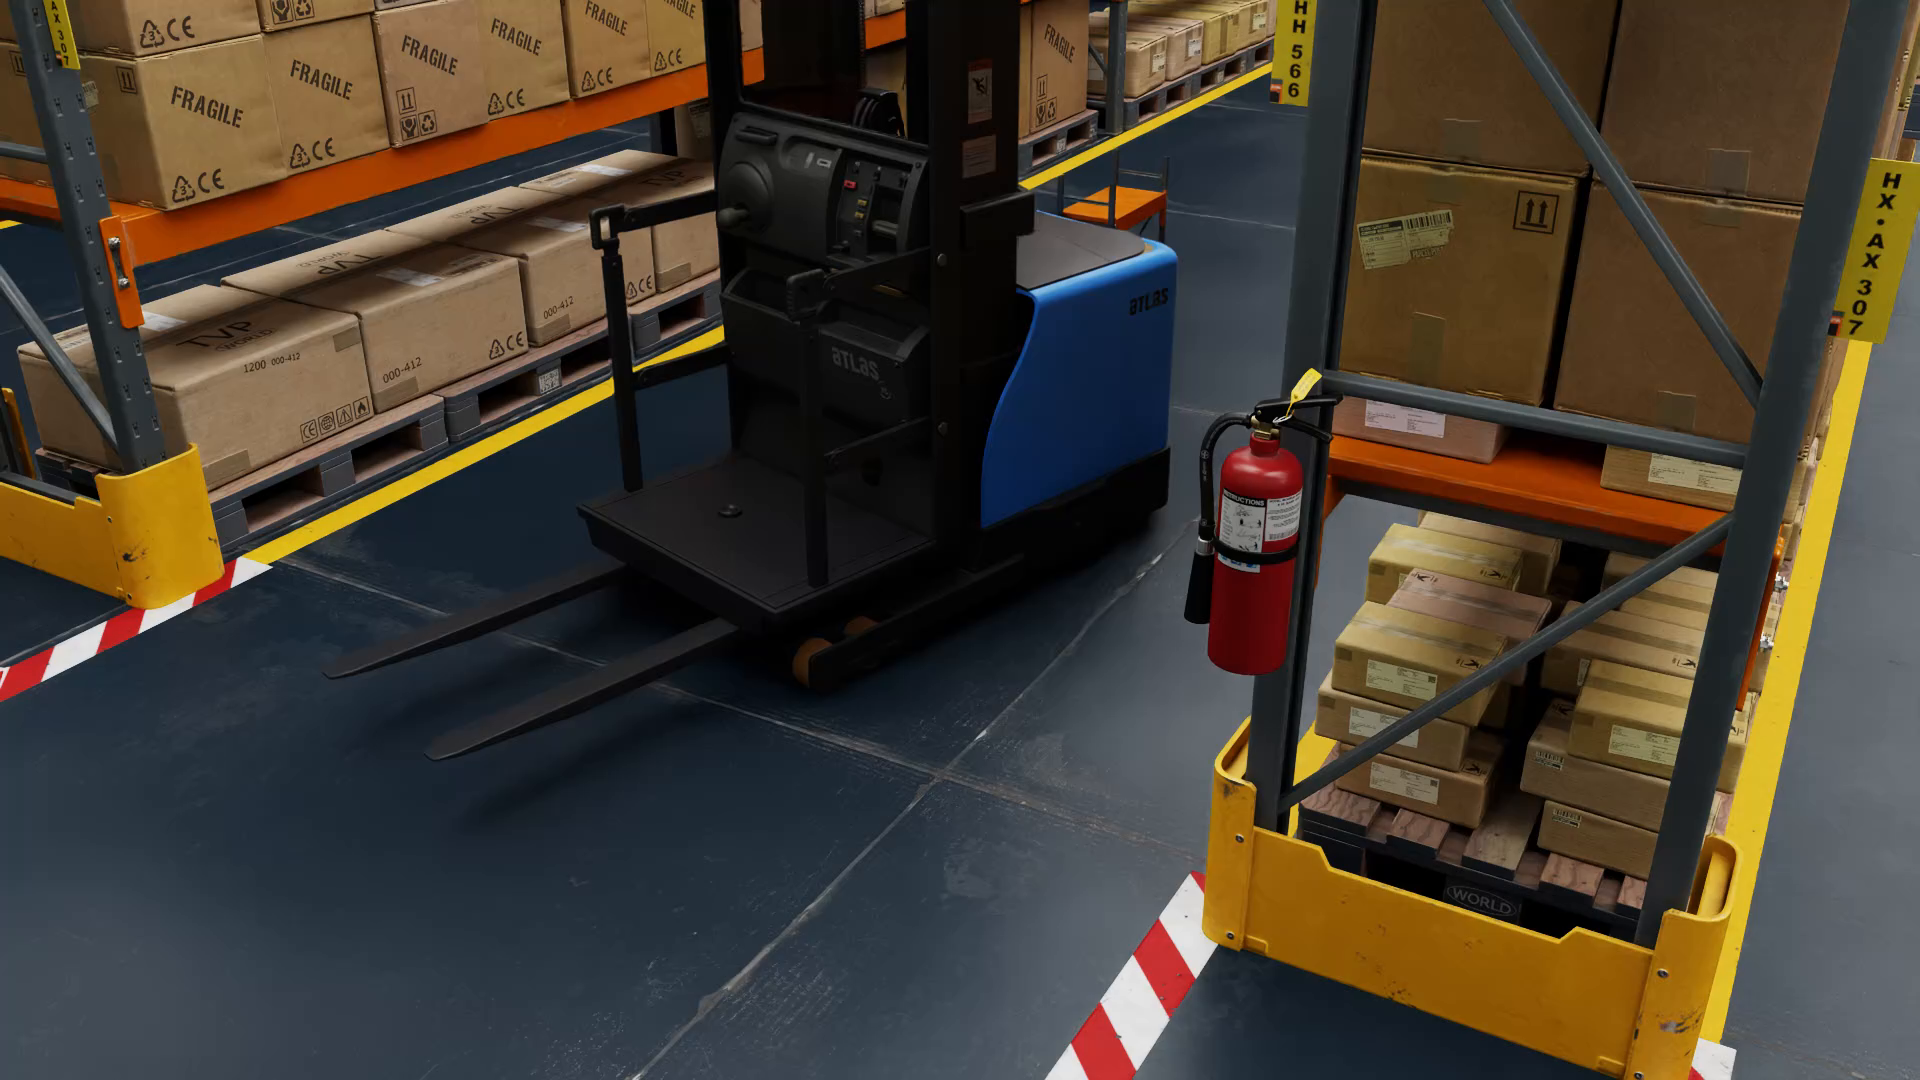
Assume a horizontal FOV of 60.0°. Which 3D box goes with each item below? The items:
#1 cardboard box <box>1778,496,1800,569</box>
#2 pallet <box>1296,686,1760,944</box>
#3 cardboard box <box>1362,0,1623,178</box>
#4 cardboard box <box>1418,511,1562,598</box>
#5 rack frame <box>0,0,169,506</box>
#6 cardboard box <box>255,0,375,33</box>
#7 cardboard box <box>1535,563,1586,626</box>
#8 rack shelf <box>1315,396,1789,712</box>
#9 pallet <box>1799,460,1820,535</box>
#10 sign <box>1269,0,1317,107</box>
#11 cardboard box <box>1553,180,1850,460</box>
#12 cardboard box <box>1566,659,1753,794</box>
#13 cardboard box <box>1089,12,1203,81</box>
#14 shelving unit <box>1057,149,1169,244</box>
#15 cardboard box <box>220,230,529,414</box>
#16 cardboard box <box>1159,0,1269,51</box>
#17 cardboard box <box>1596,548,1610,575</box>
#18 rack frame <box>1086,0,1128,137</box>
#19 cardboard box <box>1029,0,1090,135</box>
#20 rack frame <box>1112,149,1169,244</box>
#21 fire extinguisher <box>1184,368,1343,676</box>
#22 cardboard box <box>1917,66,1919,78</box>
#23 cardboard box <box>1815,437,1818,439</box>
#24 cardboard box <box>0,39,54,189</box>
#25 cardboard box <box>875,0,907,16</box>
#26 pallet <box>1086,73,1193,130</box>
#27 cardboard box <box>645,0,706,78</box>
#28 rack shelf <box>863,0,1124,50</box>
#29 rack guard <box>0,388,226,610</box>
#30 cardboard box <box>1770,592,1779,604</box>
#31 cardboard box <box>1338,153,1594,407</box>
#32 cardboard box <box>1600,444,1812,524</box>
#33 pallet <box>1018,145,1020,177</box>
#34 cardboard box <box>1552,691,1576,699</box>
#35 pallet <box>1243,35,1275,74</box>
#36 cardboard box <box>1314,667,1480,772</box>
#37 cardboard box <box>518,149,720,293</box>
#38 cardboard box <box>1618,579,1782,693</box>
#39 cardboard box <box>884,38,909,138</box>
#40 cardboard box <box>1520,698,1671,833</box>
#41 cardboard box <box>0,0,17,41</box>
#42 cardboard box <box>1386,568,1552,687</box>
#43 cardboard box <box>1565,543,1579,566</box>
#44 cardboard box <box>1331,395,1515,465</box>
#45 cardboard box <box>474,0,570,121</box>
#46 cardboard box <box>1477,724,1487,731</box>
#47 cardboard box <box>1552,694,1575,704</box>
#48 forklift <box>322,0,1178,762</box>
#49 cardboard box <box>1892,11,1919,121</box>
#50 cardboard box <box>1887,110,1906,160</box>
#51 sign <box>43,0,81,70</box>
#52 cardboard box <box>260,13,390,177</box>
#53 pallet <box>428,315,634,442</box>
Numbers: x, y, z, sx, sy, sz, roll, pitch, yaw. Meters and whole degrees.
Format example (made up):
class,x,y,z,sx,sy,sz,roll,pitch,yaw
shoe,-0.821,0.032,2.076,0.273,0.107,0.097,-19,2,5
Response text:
class,x,y,z,sx,sy,sz,roll,pitch,yaw
cardboard box,2.335,-0.068,5.086,0.380,0.149,0.250,15,30,27
pallet,1.619,0.666,4.684,1.003,0.211,1.213,14,30,26
cardboard box,1.160,-1.100,3.536,0.500,0.500,0.500,14,30,25
cardboard box,1.564,0.015,4.920,0.380,0.149,0.250,13,29,24
rack frame,-3.208,-1.293,5.482,1.000,3.000,0.127,14,30,26
cardboard box,-2.476,-2.112,5.890,0.500,0.500,0.500,13,30,25
cardboard box,1.638,0.158,4.967,0.380,0.149,0.250,14,30,25
rack shelf,2.135,-0.700,5.102,1.077,0.370,4.000,14,30,26
pallet,2.820,-0.285,6.583,1.003,0.211,1.213,14,30,26
sign,0.678,-1.032,3.313,0.100,0.325,0.005,14,30,26
cardboard box,1.613,-0.534,3.522,0.500,0.500,0.500,16,31,28
cardboard box,1.705,0.449,4.053,0.380,0.149,0.250,13,29,24
cardboard box,1.370,-3.931,13.218,0.950,0.372,0.625,14,30,25
shelving unit,0.603,-0.922,6.751,0.258,1.200,0.503,15,30,27
cardboard box,-2.527,-0.973,7.236,0.875,0.438,0.875,15,30,27
cardboard box,2.089,-4.497,14.348,0.950,0.372,0.625,16,31,29
cardboard box,2.226,0.039,5.204,0.380,0.149,0.250,16,31,29
rack frame,0.728,-4.411,11.711,1.000,3.000,0.127,14,30,26
cardboard box,0.315,-3.398,11.591,0.875,0.875,0.875,14,30,26
rack frame,0.727,-1.016,6.939,0.240,1.200,0.015,15,30,27
fire extinguisher,0.626,-0.045,3.491,0.296,0.674,0.183,14,30,26
cardboard box,3.713,-1.929,6.564,0.380,0.149,0.250,13,29,24
cardboard box,2.715,-0.368,5.685,0.380,0.149,0.250,13,29,24
cardboard box,-3.201,-1.584,5.952,0.500,0.500,0.500,14,30,26
cardboard box,-0.541,-3.100,9.260,0.500,0.250,0.500,13,30,25
pallet,1.113,-3.468,12.942,1.003,0.211,1.213,14,30,26
cardboard box,-1.494,-2.458,7.698,0.500,0.500,0.500,13,30,25
rack shelf,-0.256,-3.310,10.315,1.077,0.370,4.000,14,30,26
rack guard,-3.220,-0.166,6.023,1.175,0.500,0.348,14,30,26
cardboard box,2.323,0.219,5.178,0.380,0.149,0.250,13,29,24
cardboard box,1.148,-0.652,3.758,0.500,0.500,0.500,15,30,27
cardboard box,1.596,-0.184,3.548,0.380,0.149,0.250,14,30,26
pallet,-0.327,-2.400,10.808,1.003,0.211,1.213,14,30,26
cardboard box,1.860,0.355,4.574,0.380,0.149,0.250,15,30,27
pallet,2.314,-4.419,14.842,1.003,0.211,1.213,14,30,26
cardboard box,1.163,0.443,4.397,0.380,0.149,0.250,13,30,25
cardboard box,-1.643,-1.673,8.634,0.875,0.438,0.875,14,30,25
cardboard box,1.971,0.245,4.460,0.380,0.149,0.250,14,30,26
cardboard box,-0.567,-2.703,10.203,0.875,0.875,0.875,15,30,28
cardboard box,1.633,0.564,4.156,0.380,0.149,0.250,16,31,28
cardboard box,-3.178,-2.025,5.716,0.500,0.500,0.500,15,30,28
cardboard box,1.365,0.231,4.488,0.380,0.149,0.250,15,30,27
cardboard box,1.805,0.073,5.470,0.380,0.149,0.250,15,30,27
cardboard box,1.066,-0.319,3.818,0.380,0.149,0.250,14,30,26
cardboard box,-2.000,-2.058,6.899,0.500,0.500,0.500,15,30,28
cardboard box,1.267,0.471,4.674,0.380,0.149,0.250,15,30,28
cardboard box,1.861,0.493,4.631,0.380,0.149,0.250,15,30,27
forklift,-0.601,-1.091,5.156,3.031,2.935,1.130,-24,35,-39
cardboard box,1.846,-1.182,3.699,0.500,0.500,0.500,15,30,28
cardboard box,2.625,-1.333,5.117,0.500,0.500,0.500,14,30,26
sign,-2.728,-1.591,5.022,0.100,0.325,0.005,14,30,26
cardboard box,-2.497,-1.665,6.113,0.500,0.500,0.500,14,30,25
pallet,-2.282,-0.849,7.710,1.003,0.211,1.213,14,30,26
